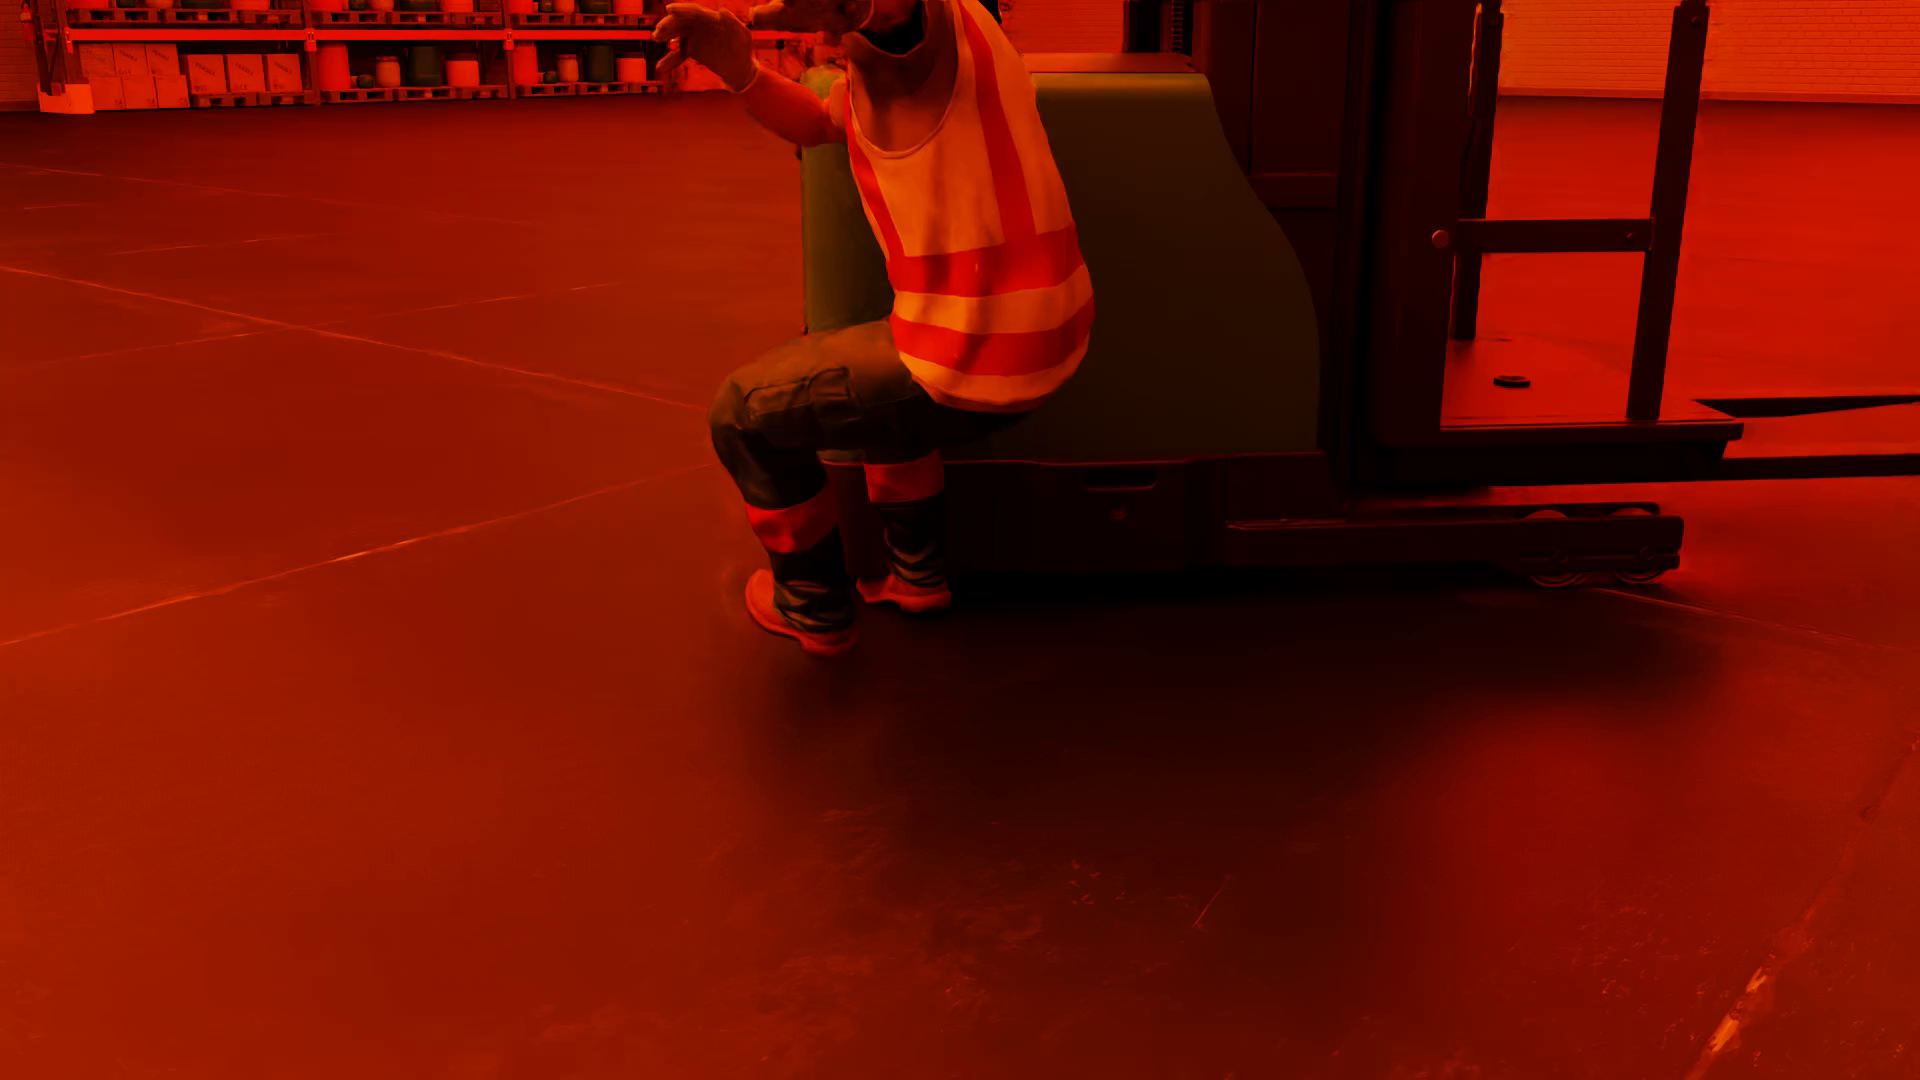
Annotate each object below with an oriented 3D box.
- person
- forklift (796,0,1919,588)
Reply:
[{"bbox_3d":[-0.194,-0.363,2.716,0.736,1.440,1.408,6,18,20],"label":"person"},{"bbox_3d":[1.144,-1.451,3.675,3.031,2.935,1.130,-2,17,-6],"label":"forklift"}]
